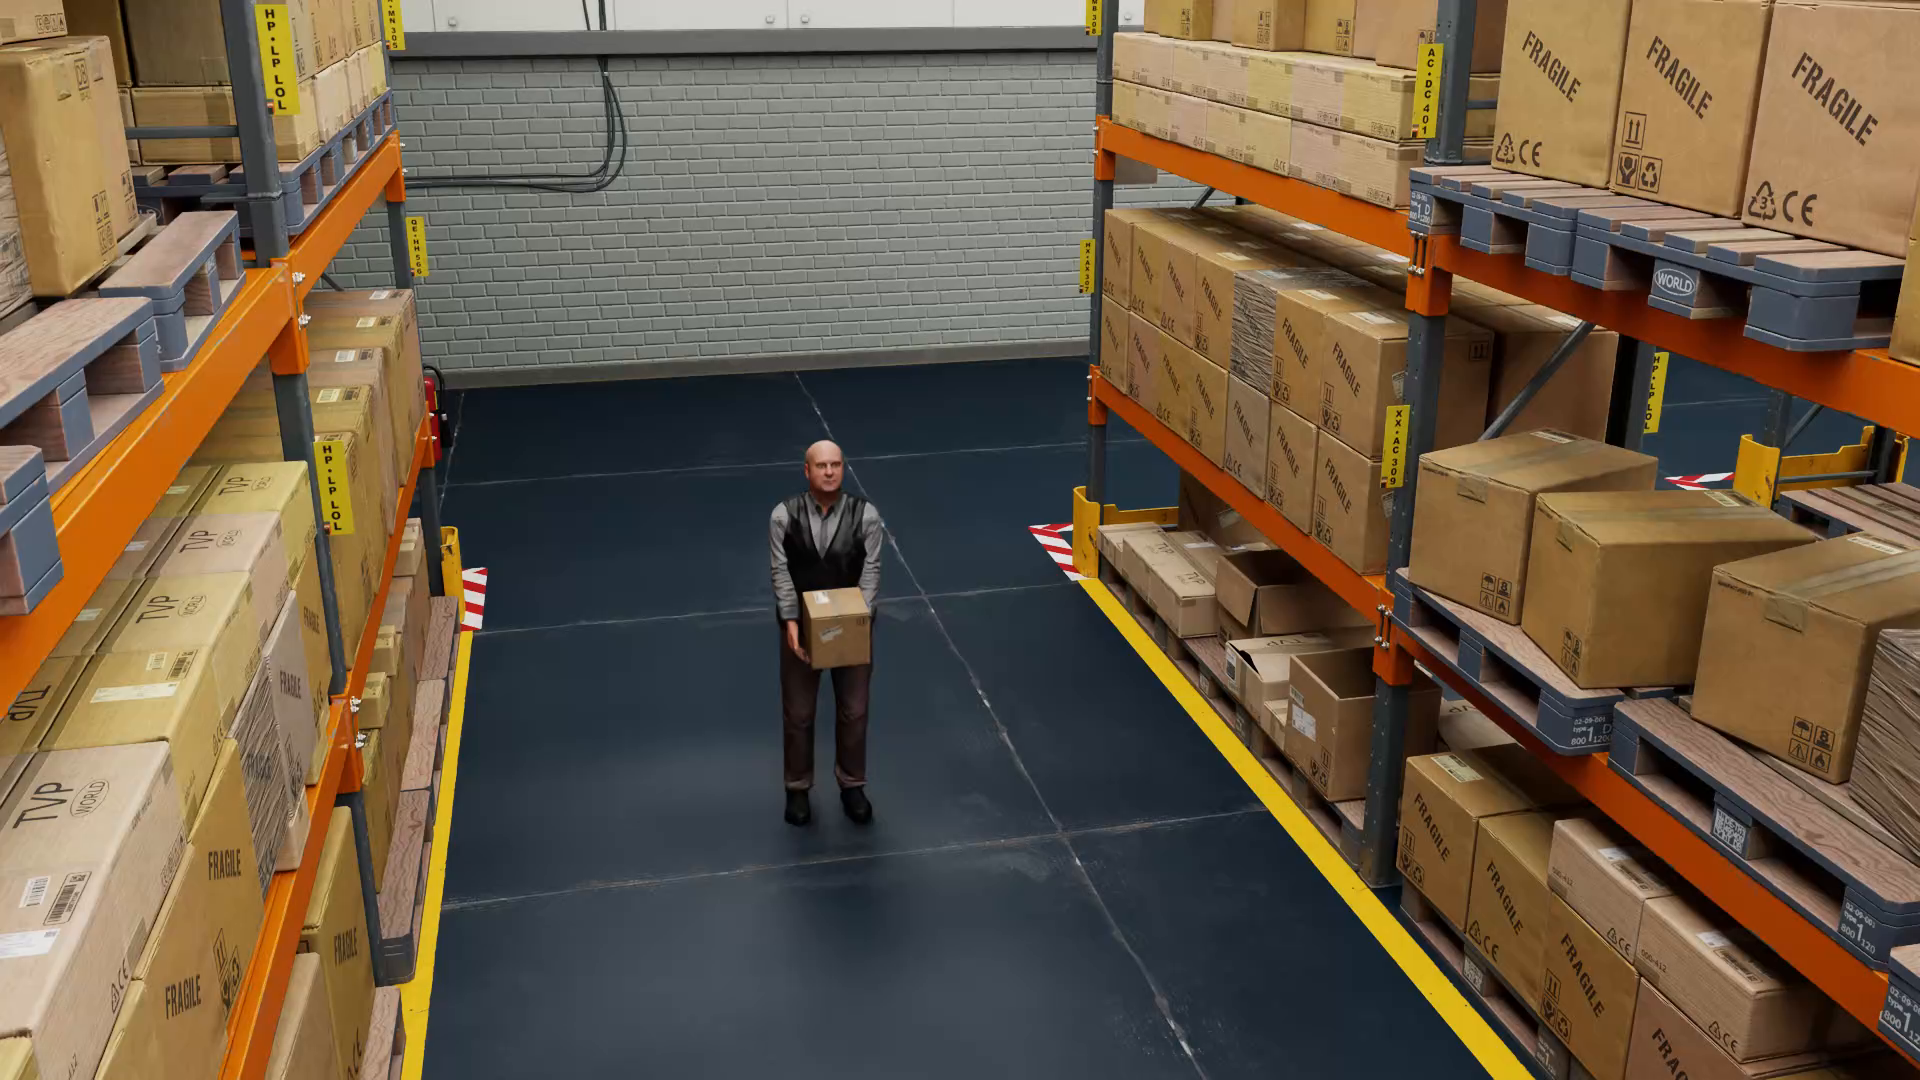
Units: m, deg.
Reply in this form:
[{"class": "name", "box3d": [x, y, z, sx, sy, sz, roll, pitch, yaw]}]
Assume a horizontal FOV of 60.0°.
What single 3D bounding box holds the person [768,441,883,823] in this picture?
[{"class": "person", "box3d": [-0.581, 0.433, 7.380, 0.500, 1.722, 0.536, -2, 20, -5]}]
